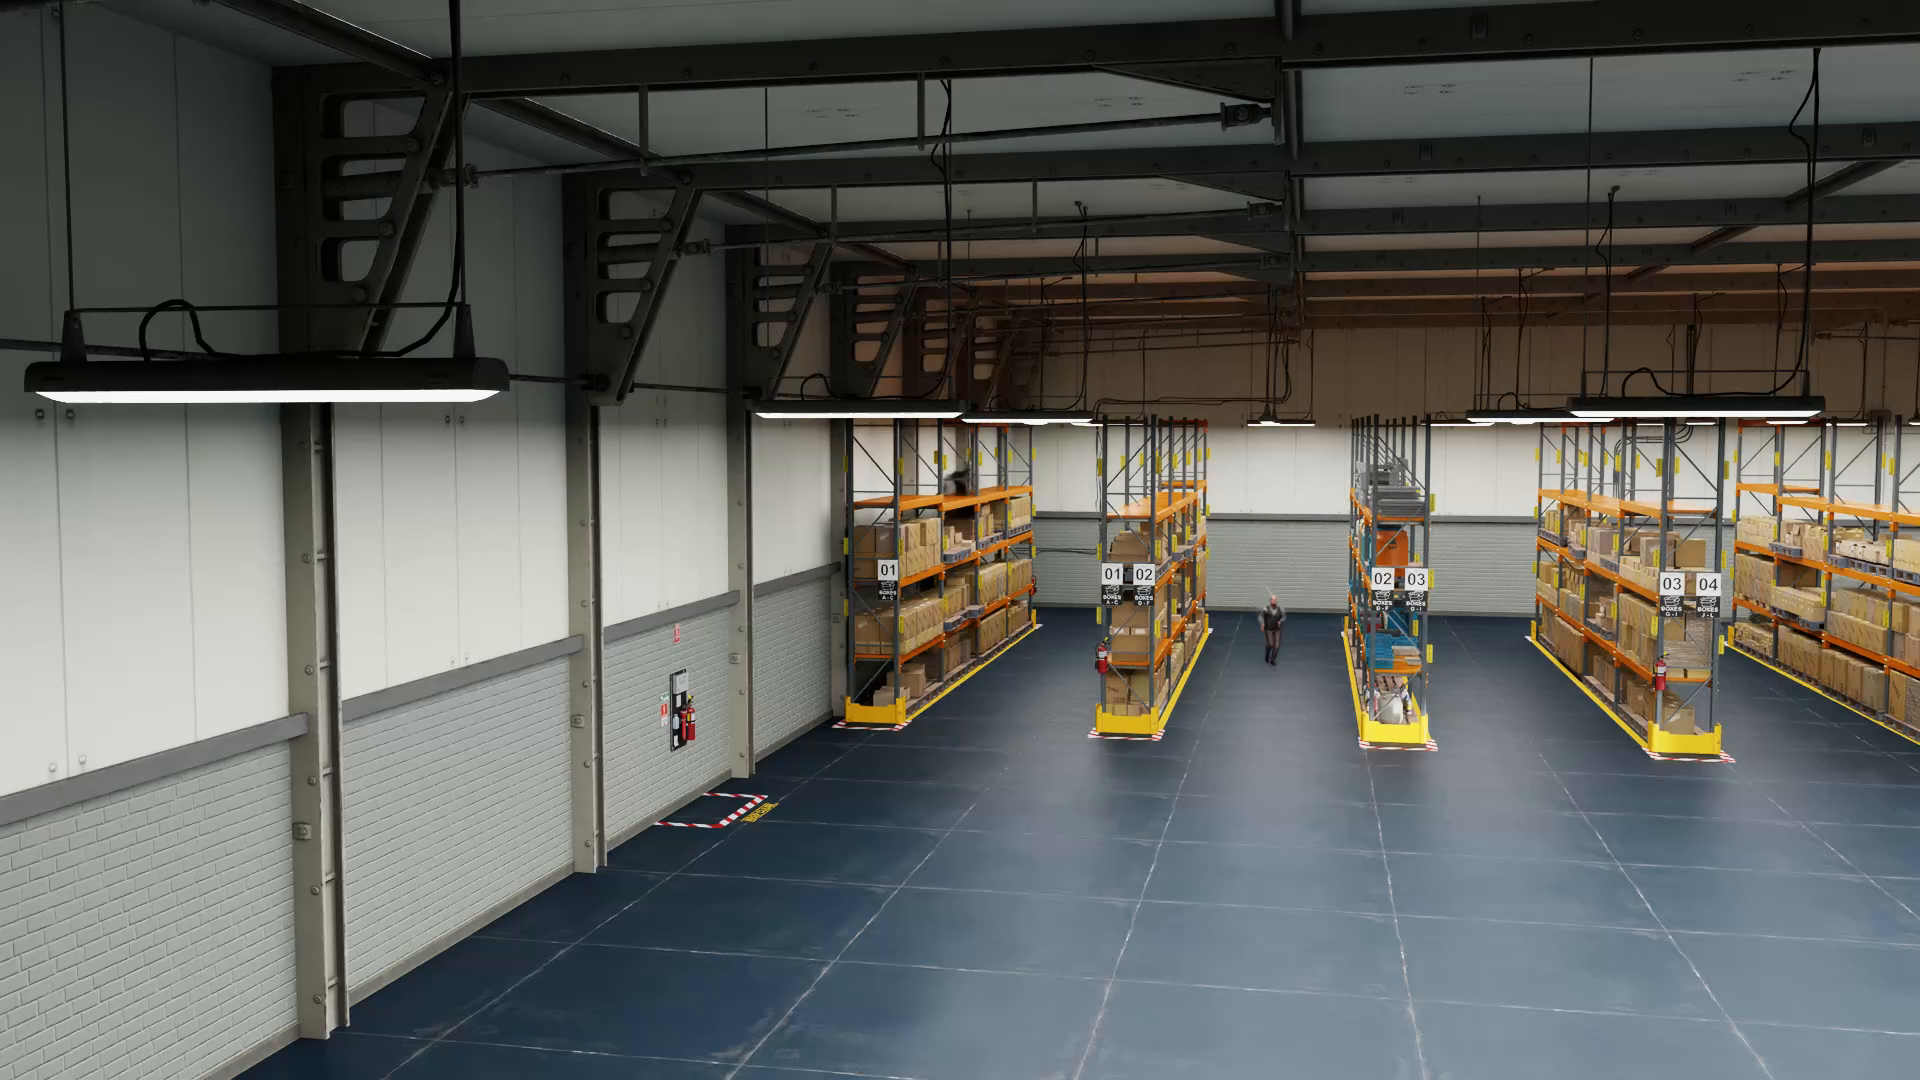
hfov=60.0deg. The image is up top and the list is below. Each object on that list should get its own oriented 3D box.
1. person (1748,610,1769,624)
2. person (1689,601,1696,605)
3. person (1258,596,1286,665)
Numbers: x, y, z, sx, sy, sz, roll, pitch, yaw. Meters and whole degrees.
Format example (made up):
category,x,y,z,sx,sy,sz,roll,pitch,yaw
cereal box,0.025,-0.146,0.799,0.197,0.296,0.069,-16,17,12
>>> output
category,x,y,z,sx,sy,sz,roll,pitch,yaw
person,21.773,1.830,45.127,0.923,1.811,0.706,1,4,18
person,18.947,2.047,43.070,0.582,1.623,0.574,1,4,20
person,7.573,2.199,40.200,0.644,1.680,0.587,0,4,-2
